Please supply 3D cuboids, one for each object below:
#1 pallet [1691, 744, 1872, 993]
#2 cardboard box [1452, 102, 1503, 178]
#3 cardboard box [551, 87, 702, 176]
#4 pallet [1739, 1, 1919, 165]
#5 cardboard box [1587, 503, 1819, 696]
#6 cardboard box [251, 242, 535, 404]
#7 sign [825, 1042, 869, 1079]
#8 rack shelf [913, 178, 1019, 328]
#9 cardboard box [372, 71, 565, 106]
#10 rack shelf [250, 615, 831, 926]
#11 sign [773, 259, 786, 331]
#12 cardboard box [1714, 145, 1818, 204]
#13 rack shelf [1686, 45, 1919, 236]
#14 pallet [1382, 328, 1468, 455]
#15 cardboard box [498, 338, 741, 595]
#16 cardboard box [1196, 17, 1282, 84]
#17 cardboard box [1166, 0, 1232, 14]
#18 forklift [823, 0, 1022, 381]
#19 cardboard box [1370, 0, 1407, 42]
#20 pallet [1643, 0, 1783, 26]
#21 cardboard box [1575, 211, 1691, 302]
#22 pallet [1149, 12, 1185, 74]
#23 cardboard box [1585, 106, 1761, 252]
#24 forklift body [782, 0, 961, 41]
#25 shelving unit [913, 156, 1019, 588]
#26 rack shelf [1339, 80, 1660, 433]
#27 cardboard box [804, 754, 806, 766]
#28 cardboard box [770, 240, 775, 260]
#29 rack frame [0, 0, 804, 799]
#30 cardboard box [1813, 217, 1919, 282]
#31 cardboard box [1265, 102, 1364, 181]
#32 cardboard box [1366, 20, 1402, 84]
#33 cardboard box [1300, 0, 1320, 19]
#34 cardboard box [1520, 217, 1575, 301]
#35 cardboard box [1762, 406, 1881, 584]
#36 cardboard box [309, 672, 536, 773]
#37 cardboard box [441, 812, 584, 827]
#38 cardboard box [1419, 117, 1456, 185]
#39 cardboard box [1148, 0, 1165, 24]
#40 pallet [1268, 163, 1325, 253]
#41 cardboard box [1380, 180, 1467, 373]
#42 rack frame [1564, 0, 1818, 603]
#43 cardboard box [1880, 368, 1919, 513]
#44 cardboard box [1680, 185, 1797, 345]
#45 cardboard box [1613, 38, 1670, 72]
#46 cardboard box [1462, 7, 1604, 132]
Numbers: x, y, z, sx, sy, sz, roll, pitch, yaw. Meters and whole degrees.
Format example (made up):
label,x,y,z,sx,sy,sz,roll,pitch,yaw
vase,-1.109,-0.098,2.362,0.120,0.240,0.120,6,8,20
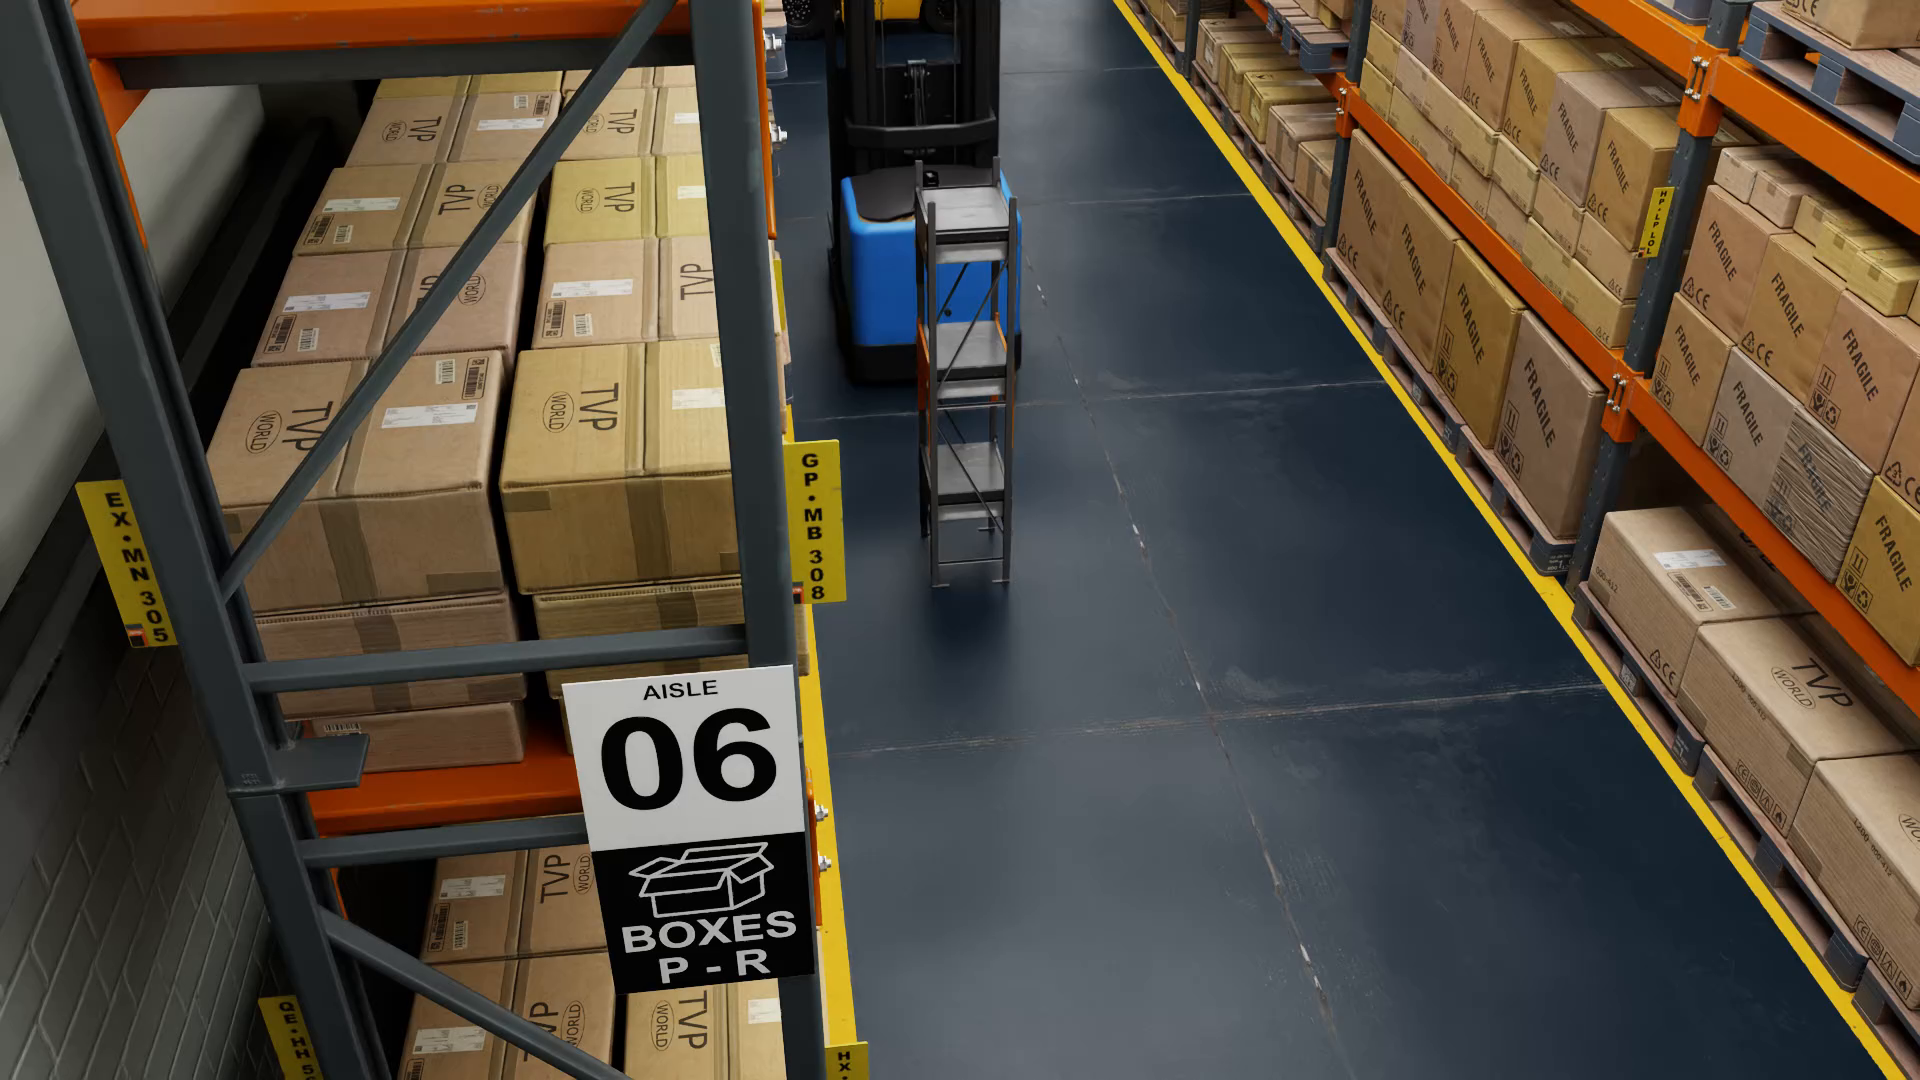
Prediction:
label,x,y,z,sx,sy,sz,roll,pitch,yaw
pallet,3.786,1.271,6.826,1.003,0.211,1.213,-4,35,-6
cardboard box,3.058,-2.217,9.158,0.500,0.250,0.500,-4,34,-6
cardboard box,-0.806,-1.005,4.452,0.500,0.250,0.500,-3,34,-5
pallet,3.694,-1.739,6.182,1.003,0.211,1.213,-4,35,-6
cardboard box,3.572,0.250,7.750,0.875,0.438,0.875,-5,35,-7
cardboard box,-1.191,-0.408,3.575,0.500,0.250,0.500,-5,35,-8
sign,-0.248,1.218,3.660,0.100,0.325,0.005,-4,35,-6
rack shelf,0.022,-1.342,7.765,0.431,0.518,0.480,-4,35,-6
cardboard box,-1.386,-1.254,4.816,0.500,0.250,0.500,-5,35,-7
rack shelf,-1.055,-0.442,4.839,1.077,0.370,4.000,-4,35,-6
sign,-0.787,-1.019,6.941,0.100,0.325,0.005,-4,35,-6
cardboard box,3.380,-1.520,6.893,0.380,0.149,0.250,-5,35,-7
rack shelf,3.863,-0.820,5.393,1.077,0.370,4.000,-4,35,-6
pallet,3.249,-0.949,10.083,1.003,0.211,1.213,-4,35,-6
cardboard box,-0.597,-0.157,3.207,0.500,0.250,0.500,-5,35,-7
cardboard box,2.591,-4.253,14.417,0.950,0.372,0.625,-4,34,-6
cardboard box,2.173,-5.115,15.123,0.500,0.500,0.500,-5,35,-7
forklift,-0.328,-3.001,10.680,1.130,2.935,3.031,-4,35,-6
cardboard box,2.880,-3.387,10.208,0.500,0.500,0.500,-5,35,-8
pallet,3.422,-2.662,7.628,0.805,0.209,1.217,-6,35,-8
cardboard box,3.294,-1.366,7.909,0.500,0.250,0.500,-4,35,-6
pallet,2.393,-4.678,15.555,1.003,0.211,1.213,-4,35,-6
cardboard box,3.285,-1.678,7.701,0.500,0.500,0.500,-3,34,-5
forklift body,-0.875,-6.041,15.834,2.313,2.155,1.214,-4,35,-6
shelving unit,0.022,-0.775,8.152,0.431,2.100,0.503,-4,35,-6
rack shelf,3.325,-1.812,9.513,1.077,0.370,4.000,-4,35,-6
cardboard box,-0.719,0.718,5.031,0.500,0.250,0.500,-5,35,-7
cardboard box,-1.167,-1.117,7.393,0.700,0.500,0.500,-4,34,-5
rack frame,-0.786,-0.863,2.154,1.000,3.000,0.127,-4,35,-6
cardboard box,3.479,-1.096,6.270,0.380,0.149,0.250,-5,35,-7
cardboard box,2.883,-3.041,12.637,0.950,0.372,0.625,-5,35,-7
cardboard box,2.880,-3.069,10.408,0.500,0.250,0.500,-5,35,-7
cardboard box,2.593,-3.742,11.556,0.380,0.149,0.250,-5,35,-7
cardboard box,3.217,-1.447,8.472,0.500,0.250,0.500,-5,35,-7
cardboard box,3.522,-0.194,6.411,0.500,0.500,0.500,-4,34,-6
cardboard box,-1.058,0.320,3.305,0.380,0.149,0.250,-3,34,-5
cardboard box,-1.241,0.754,4.977,0.500,0.250,0.500,-3,34,-5
cardboard box,3.024,-2.293,9.713,0.500,0.250,0.500,-3,34,-5
cardboard box,2.091,-5.101,15.769,0.500,0.250,0.500,-5,35,-8
pallet,2.953,-2.510,12.374,1.003,0.211,1.213,-4,35,-6
cardboard box,3.183,-1.632,10.123,0.875,0.875,0.875,-4,34,-6
rack frame,3.594,-0.994,7.673,1.000,3.000,0.127,-4,35,-6
cardboard box,3.603,-0.313,5.698,0.500,0.500,0.500,-5,35,-7
cardboard box,3.418,-1.164,6.947,0.500,0.500,0.500,-4,34,-6
cardboard box,3.659,-2.277,8.580,0.500,0.500,0.500,-5,35,-8
cardboard box,3.075,-2.539,8.964,0.500,0.500,0.500,-4,34,-6
